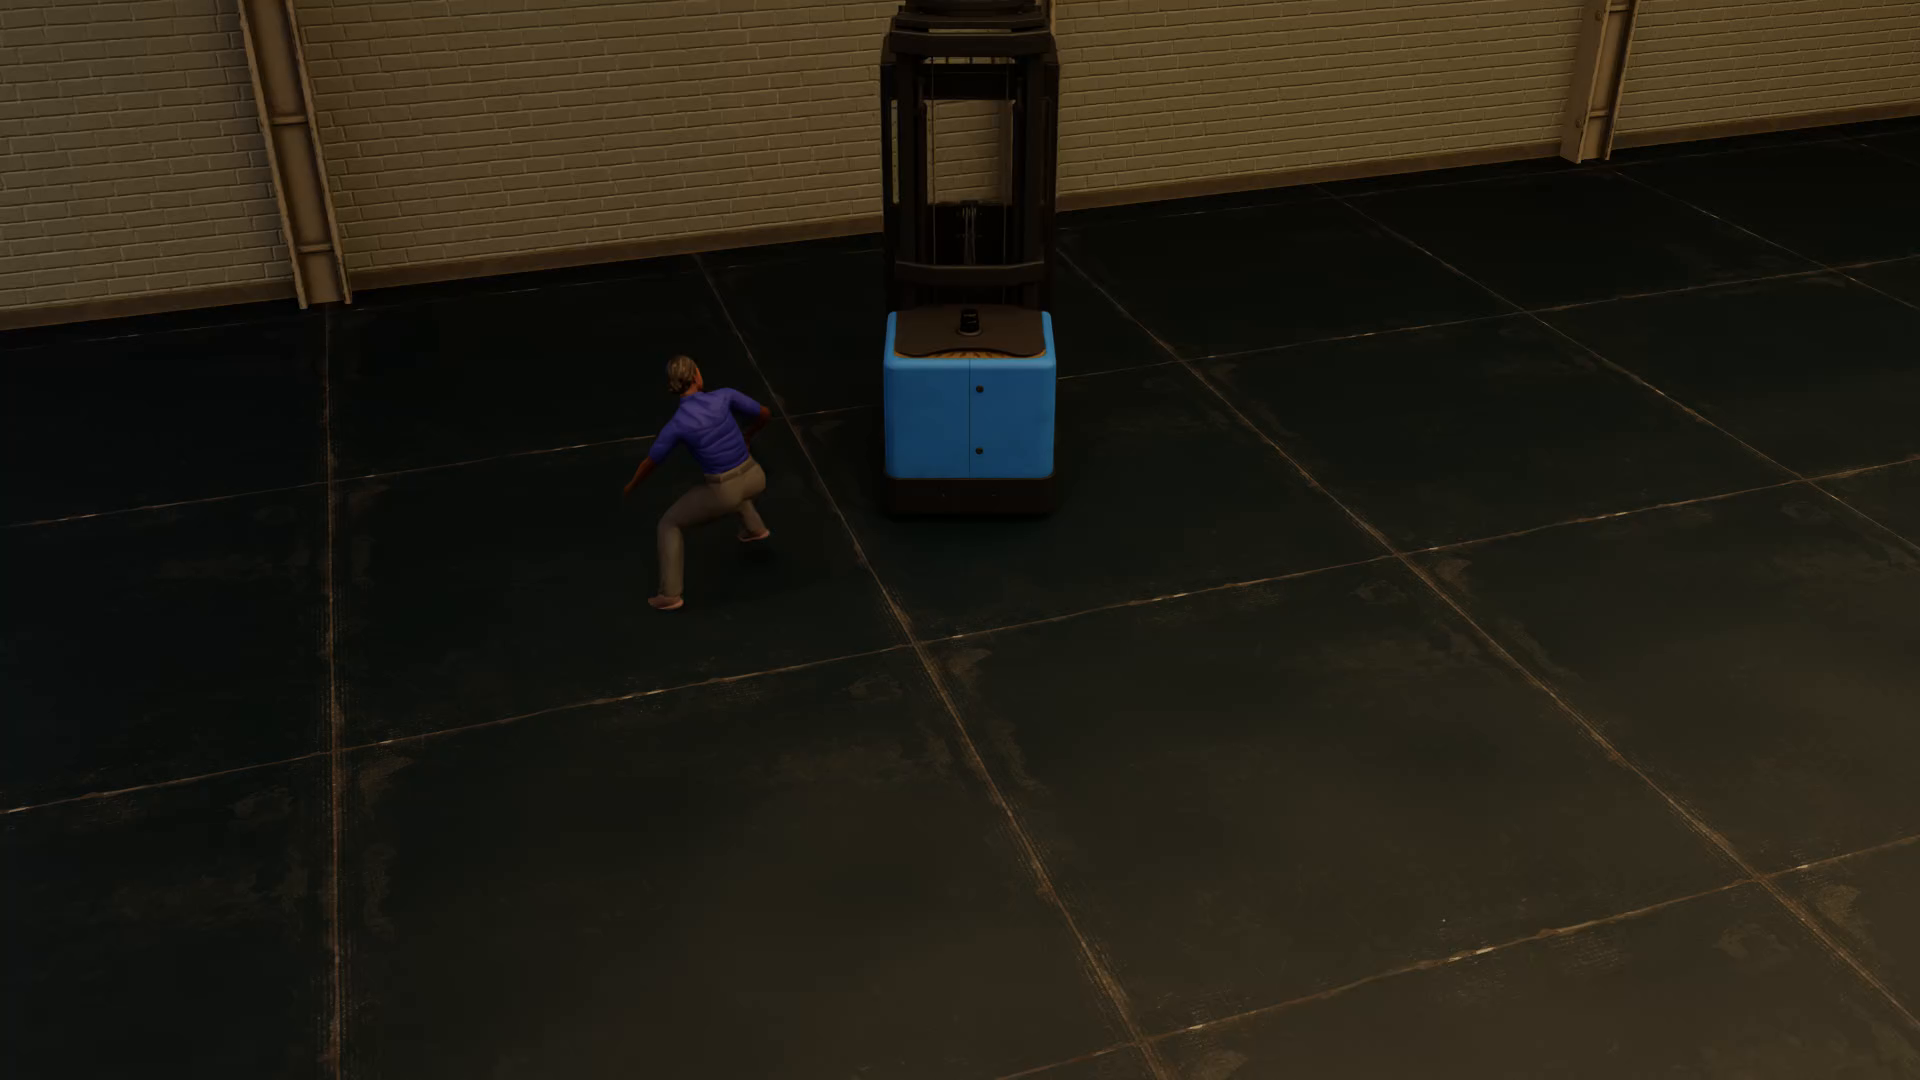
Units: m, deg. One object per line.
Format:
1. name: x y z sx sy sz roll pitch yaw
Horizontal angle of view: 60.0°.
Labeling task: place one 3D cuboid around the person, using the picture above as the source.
1. person: -1.454 -0.359 9.303 0.844 1.446 0.652 -23 37 -35

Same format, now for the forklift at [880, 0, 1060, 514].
1. forklift: 0.058 -2.123 10.778 1.130 2.935 3.031 0 30 0
